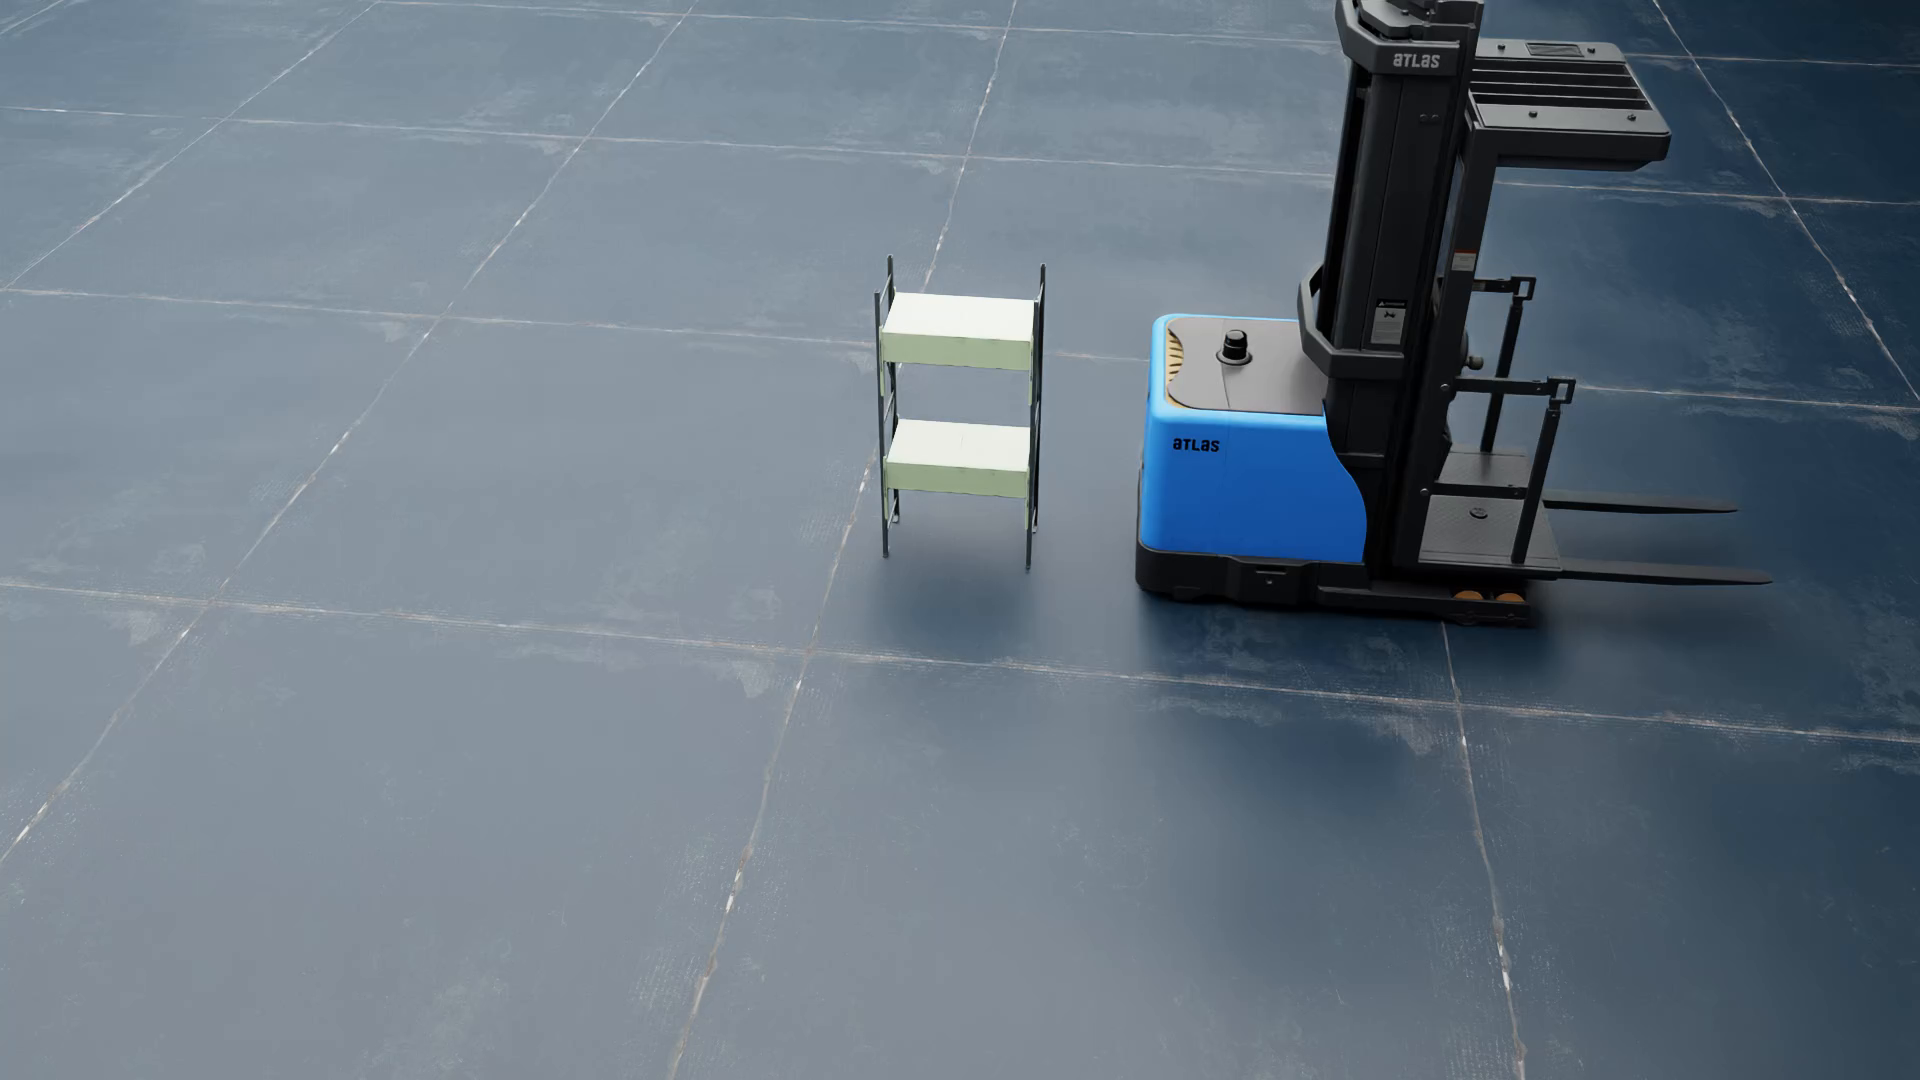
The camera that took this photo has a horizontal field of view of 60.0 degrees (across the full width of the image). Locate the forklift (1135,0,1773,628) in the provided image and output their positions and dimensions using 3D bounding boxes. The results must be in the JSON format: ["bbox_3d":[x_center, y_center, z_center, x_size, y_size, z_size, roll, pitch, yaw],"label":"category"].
[{"bbox_3d":[2.417,-1.098,7.623,3.031,2.935,1.130,4,36,5],"label":"forklift"}]

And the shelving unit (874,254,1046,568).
[{"bbox_3d":[0.007,-0.610,8.171,0.755,1.500,0.431,4,36,6],"label":"shelving unit"}]

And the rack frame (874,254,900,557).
[{"bbox_3d":[-0.356,-0.637,8.209,0.023,1.500,0.400,4,36,6],"label":"rack frame"}]

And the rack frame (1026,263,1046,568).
[{"bbox_3d":[0.370,-0.583,8.133,0.023,1.500,0.400,4,36,6],"label":"rack frame"}]

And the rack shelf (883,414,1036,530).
[{"bbox_3d":[0.007,-0.345,8.360,0.720,0.370,0.431,4,36,6],"label":"rack shelf"}]

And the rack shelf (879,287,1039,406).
[{"bbox_3d":[0.007,-0.928,7.944,0.720,0.370,0.431,4,36,6],"label":"rack shelf"}]
